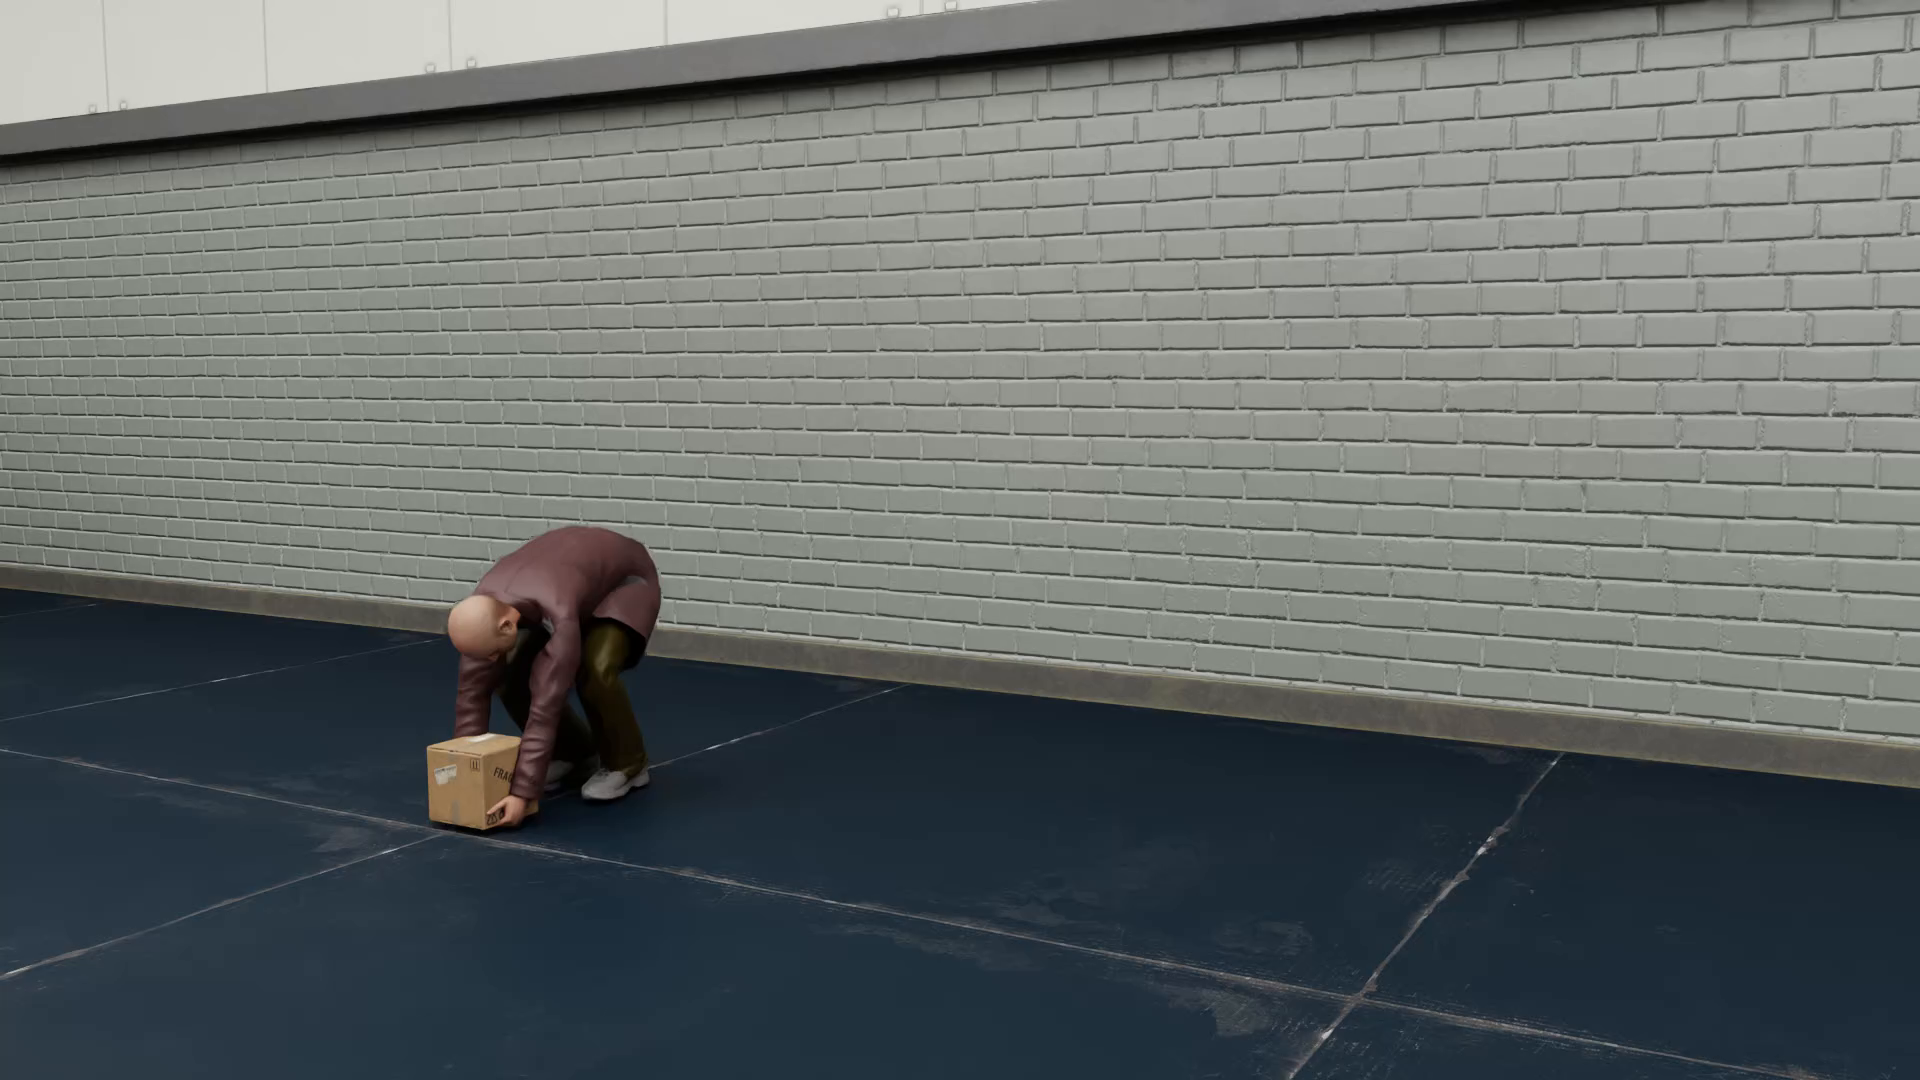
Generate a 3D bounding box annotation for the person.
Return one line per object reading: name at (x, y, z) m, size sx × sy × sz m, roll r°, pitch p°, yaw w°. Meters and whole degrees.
person at (-1.416, 0.440, 5.796) m, size 0.594 × 0.952 × 0.945 m, roll 3°, pitch 6°, yaw 26°
